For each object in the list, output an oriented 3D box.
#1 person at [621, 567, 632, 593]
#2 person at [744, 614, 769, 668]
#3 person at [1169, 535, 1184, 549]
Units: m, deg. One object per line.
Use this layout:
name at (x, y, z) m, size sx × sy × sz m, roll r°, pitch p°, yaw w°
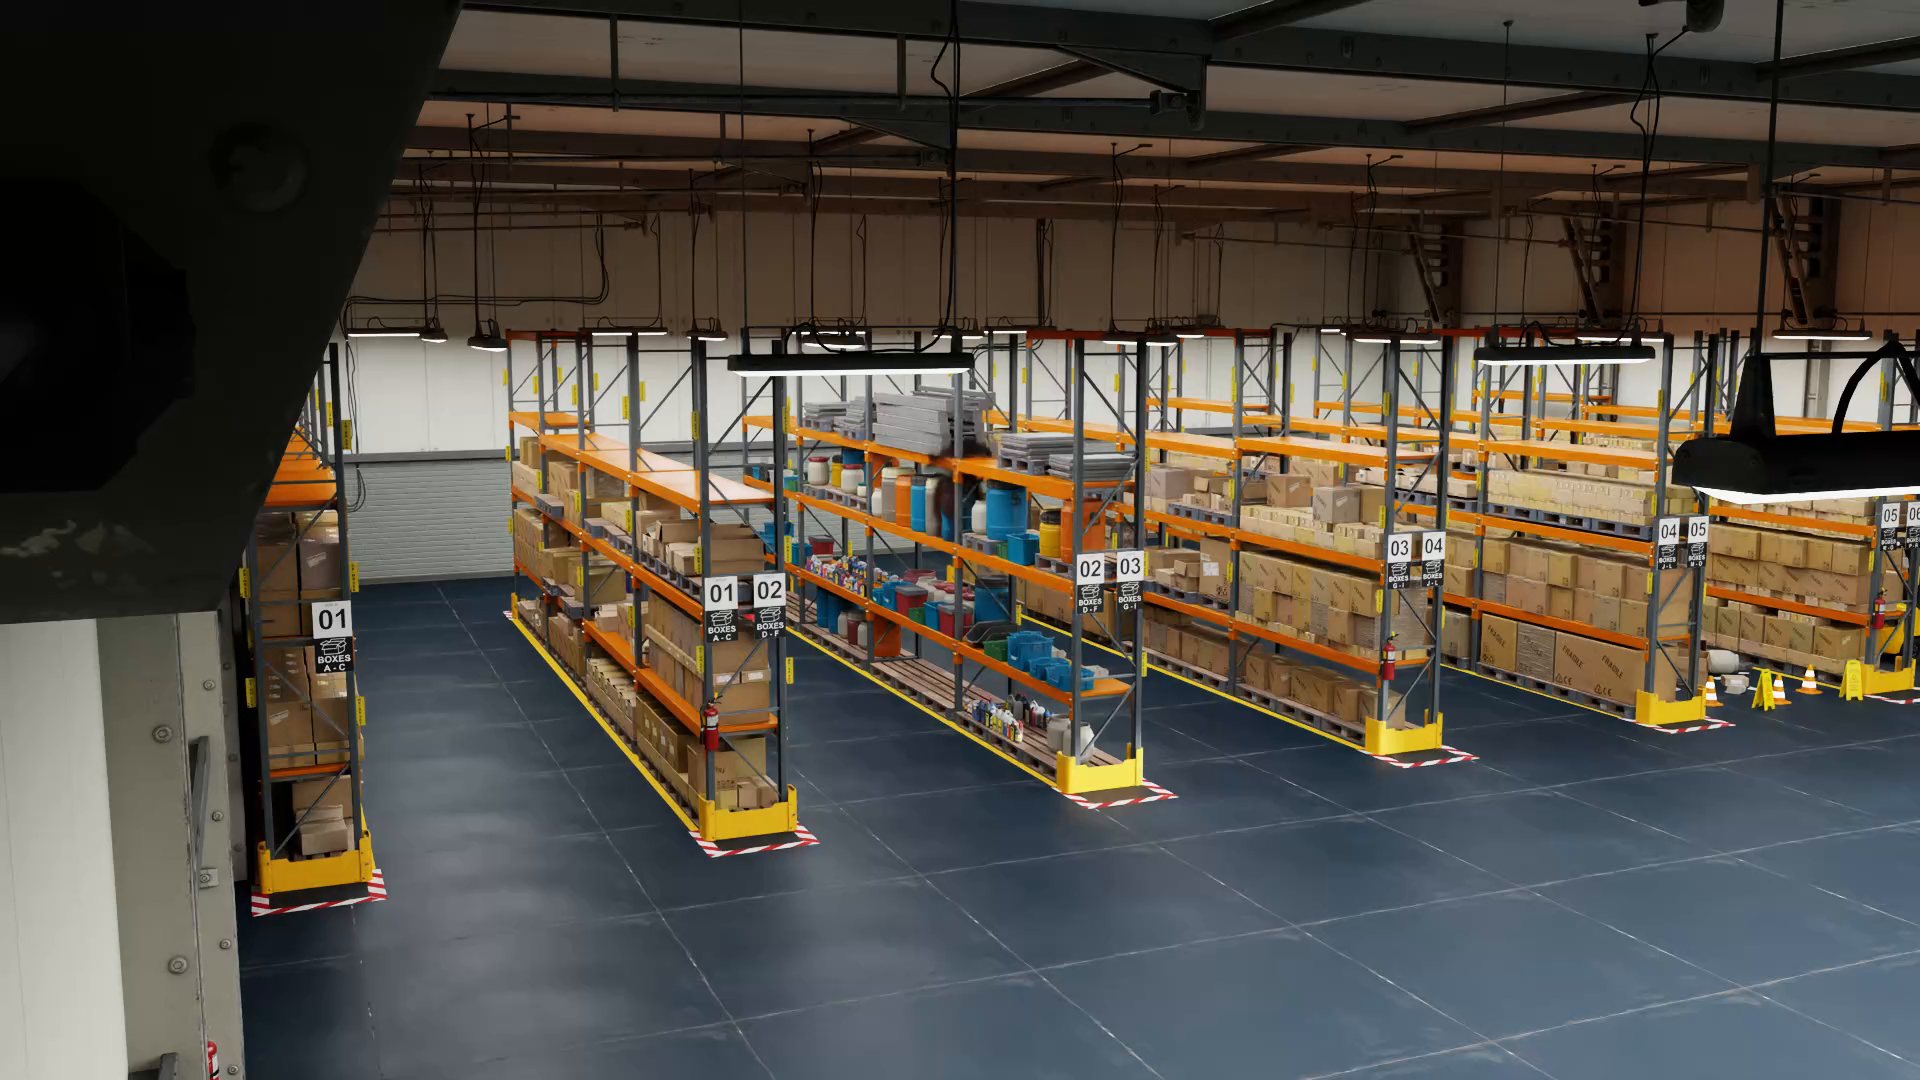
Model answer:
person at (-7.192, 0.753, 35.210) m, size 0.493 × 1.601 × 0.947 m, roll -4°, pitch 9°, yaw -29°
person at (-3.075, 1.983, 25.400) m, size 0.508 × 1.788 × 0.609 m, roll -7°, pitch 10°, yaw -42°
person at (5.435, -0.208, 41.847) m, size 0.402 × 1.743 × 0.584 m, roll -6°, pitch 10°, yaw -39°
